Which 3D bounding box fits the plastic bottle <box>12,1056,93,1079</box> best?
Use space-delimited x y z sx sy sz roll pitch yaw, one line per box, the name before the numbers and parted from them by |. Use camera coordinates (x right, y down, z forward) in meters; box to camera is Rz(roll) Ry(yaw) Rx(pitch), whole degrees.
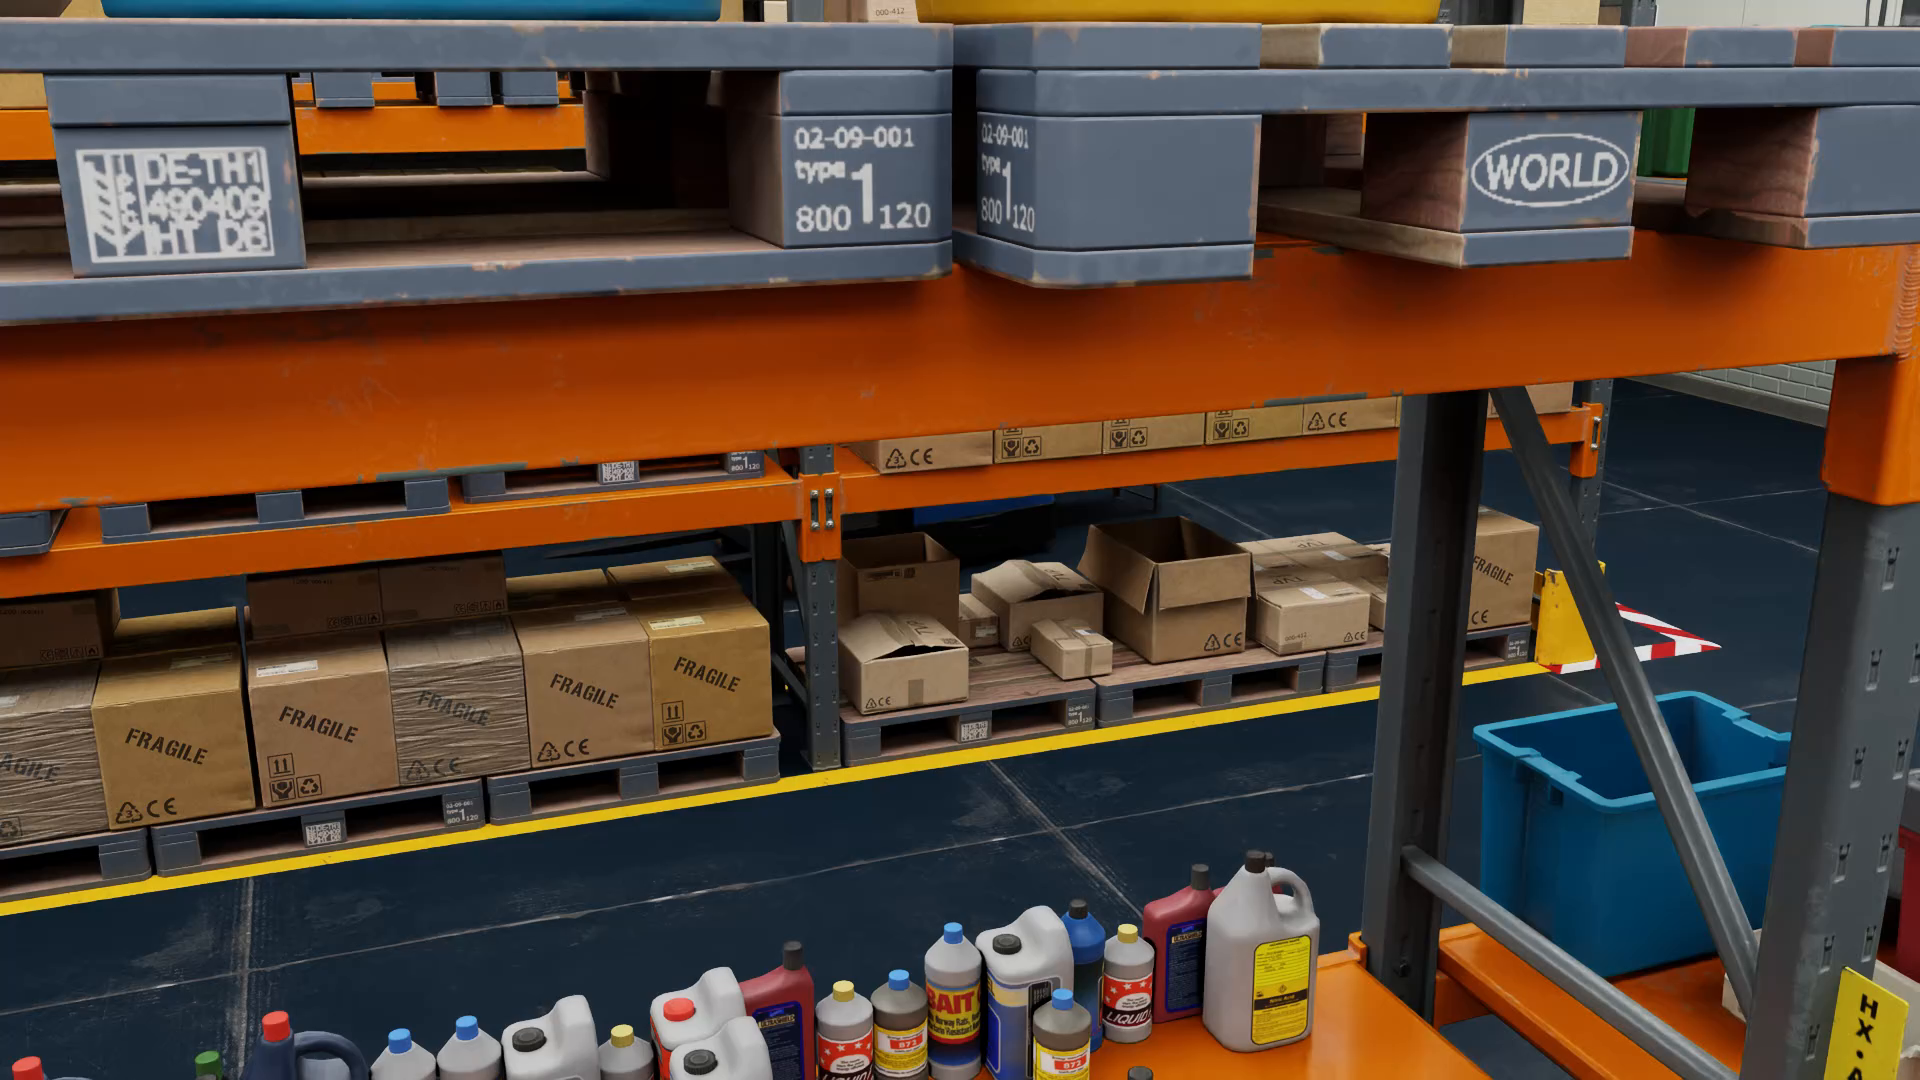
plastic bottle | -1.262 0.886 2.344 0.185 0.351 0.144 -6 17 -20

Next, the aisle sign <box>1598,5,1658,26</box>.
aisle sign | 3.157 -2.148 7.975 0.004 0.787 0.394 -6 17 -20

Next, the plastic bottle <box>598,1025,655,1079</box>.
plastic bottle | -0.534 0.872 2.657 0.097 0.201 0.097 0 16 0

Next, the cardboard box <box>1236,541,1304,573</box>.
cardboard box | 1.440 0.215 8.642 0.500 0.250 0.500 -6 17 -20

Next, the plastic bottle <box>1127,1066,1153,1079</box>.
plastic bottle | 0.224 0.897 2.307 0.185 0.351 0.144 -6 17 -20

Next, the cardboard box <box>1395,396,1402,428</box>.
cardboard box | 2.179 -0.852 7.999 0.500 0.500 0.500 -6 17 -20

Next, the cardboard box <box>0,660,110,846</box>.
cardboard box | -3.473 0.796 6.221 0.500 0.500 0.500 -7 18 -22

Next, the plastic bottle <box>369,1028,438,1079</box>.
plastic bottle | -0.842 0.872 2.534 0.097 0.271 0.097 0 16 0

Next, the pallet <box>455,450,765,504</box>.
pallet | -1.537 -0.427 7.069 1.213 0.211 1.003 -6 17 -20

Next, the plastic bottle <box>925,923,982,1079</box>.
plastic bottle | -0.011 0.782 2.839 0.097 0.271 0.097 0 16 0

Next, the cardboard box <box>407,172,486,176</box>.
cardboard box | -3.353 -2.271 10.935 0.500 0.250 0.500 -6 17 -19

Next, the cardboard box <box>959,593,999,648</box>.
cardboard box | 0.007 0.400 8.191 0.250 0.149 0.380 -6 17 -20

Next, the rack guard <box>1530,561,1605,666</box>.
rack guard | 2.912 0.233 8.918 0.348 0.500 1.175 -6 17 -20

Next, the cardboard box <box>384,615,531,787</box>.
cardboard box | -2.043 0.641 6.749 0.500 0.500 0.500 -6 17 -19

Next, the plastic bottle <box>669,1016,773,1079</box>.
plastic bottle | -0.362 0.872 2.525 0.135 0.276 0.152 -6 17 -20

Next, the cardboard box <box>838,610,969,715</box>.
cardboard box | -0.283 0.523 7.486 0.500 0.311 0.500 -6 17 -20

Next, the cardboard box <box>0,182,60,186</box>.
cardboard box | -5.720 -2.012 10.053 0.500 0.250 0.500 -6 17 -19

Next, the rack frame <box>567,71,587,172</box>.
rack frame | -2.528 -1.874 11.656 0.127 3.000 1.000 -6 17 -20

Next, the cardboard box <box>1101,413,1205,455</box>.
cardboard box | 0.766 -0.701 7.484 0.500 0.500 0.500 -6 17 -20

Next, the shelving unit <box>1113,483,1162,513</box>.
shelving unit | 0.779 -0.707 11.011 1.048 1.125 0.538 -10 19 -30

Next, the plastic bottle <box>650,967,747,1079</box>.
plastic bottle | -0.416 0.832 2.662 0.135 0.276 0.152 -6 17 -20

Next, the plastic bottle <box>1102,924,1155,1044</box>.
plastic bottle | 0.296 0.783 2.962 0.097 0.201 0.097 0 16 0

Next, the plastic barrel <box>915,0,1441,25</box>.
plastic barrel | 0.237 -0.853 1.776 0.600 0.588 0.600 0 16 0

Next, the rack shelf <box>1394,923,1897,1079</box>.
rack shelf | 2.885 0.876 3.568 4.000 0.370 1.077 -6 17 -20

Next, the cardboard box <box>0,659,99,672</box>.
cardboard box | -3.698 0.665 6.667 0.500 0.500 0.500 -5 17 -18

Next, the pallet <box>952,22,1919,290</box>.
pallet | 0.320 -0.511 2.027 1.003 0.211 1.213 -6 17 -20

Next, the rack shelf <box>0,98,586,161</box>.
rack shelf | -2.620 -1.463 6.211 4.000 0.370 1.077 -6 17 -20

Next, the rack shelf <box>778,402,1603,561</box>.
rack shelf | 1.116 -0.427 8.007 4.000 0.370 1.077 -6 17 -20

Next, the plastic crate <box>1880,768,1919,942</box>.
plastic crate | 1.966 0.652 3.435 0.590 0.125 0.437 -6 17 -20

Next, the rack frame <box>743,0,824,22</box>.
rack frame | -0.752 -3.449 6.374 0.127 3.000 1.000 -6 17 -20

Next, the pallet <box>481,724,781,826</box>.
pallet | -1.498 0.859 7.299 1.213 0.211 1.003 -6 17 -20

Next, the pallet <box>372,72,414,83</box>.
pallet | -3.366 -3.116 10.901 1.217 0.209 0.805 -7 18 -22

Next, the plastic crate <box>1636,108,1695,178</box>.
plastic crate | 1.304 -0.727 2.803 0.662 0.188 0.450 -6 17 -20

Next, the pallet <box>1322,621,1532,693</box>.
pallet | 2.168 0.452 8.685 1.213 0.211 1.003 -6 17 -20

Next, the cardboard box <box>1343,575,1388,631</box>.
cardboard box | 2.153 0.311 8.464 0.250 0.166 0.380 -6 17 -20

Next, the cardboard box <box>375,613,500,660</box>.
cardboard box | -2.254 0.507 7.203 0.500 0.500 0.500 -6 17 -19

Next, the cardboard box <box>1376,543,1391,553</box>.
cardboard box | 2.469 0.134 9.096 0.250 0.149 0.380 -6 17 -20

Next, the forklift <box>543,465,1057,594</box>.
forklift | -0.924 -1.250 9.652 3.031 2.935 1.130 -10 19 -30

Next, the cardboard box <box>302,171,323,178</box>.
cardboard box | -4.492 -2.298 11.029 0.500 0.250 0.500 -7 18 -21

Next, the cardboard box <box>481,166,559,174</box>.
cardboard box | -3.051 -2.456 11.567 0.500 0.250 0.500 -6 17 -18

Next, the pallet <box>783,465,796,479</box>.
pallet | -1.790 -0.592 12.240 1.213 0.211 1.003 -6 17 -20

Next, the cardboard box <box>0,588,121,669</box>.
cardboard box | -3.647 0.298 6.585 0.500 0.250 0.500 -5 17 -18

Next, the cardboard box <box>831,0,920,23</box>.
cardboard box | -0.209 -2.162 6.691 0.500 0.250 0.500 -6 17 -20
